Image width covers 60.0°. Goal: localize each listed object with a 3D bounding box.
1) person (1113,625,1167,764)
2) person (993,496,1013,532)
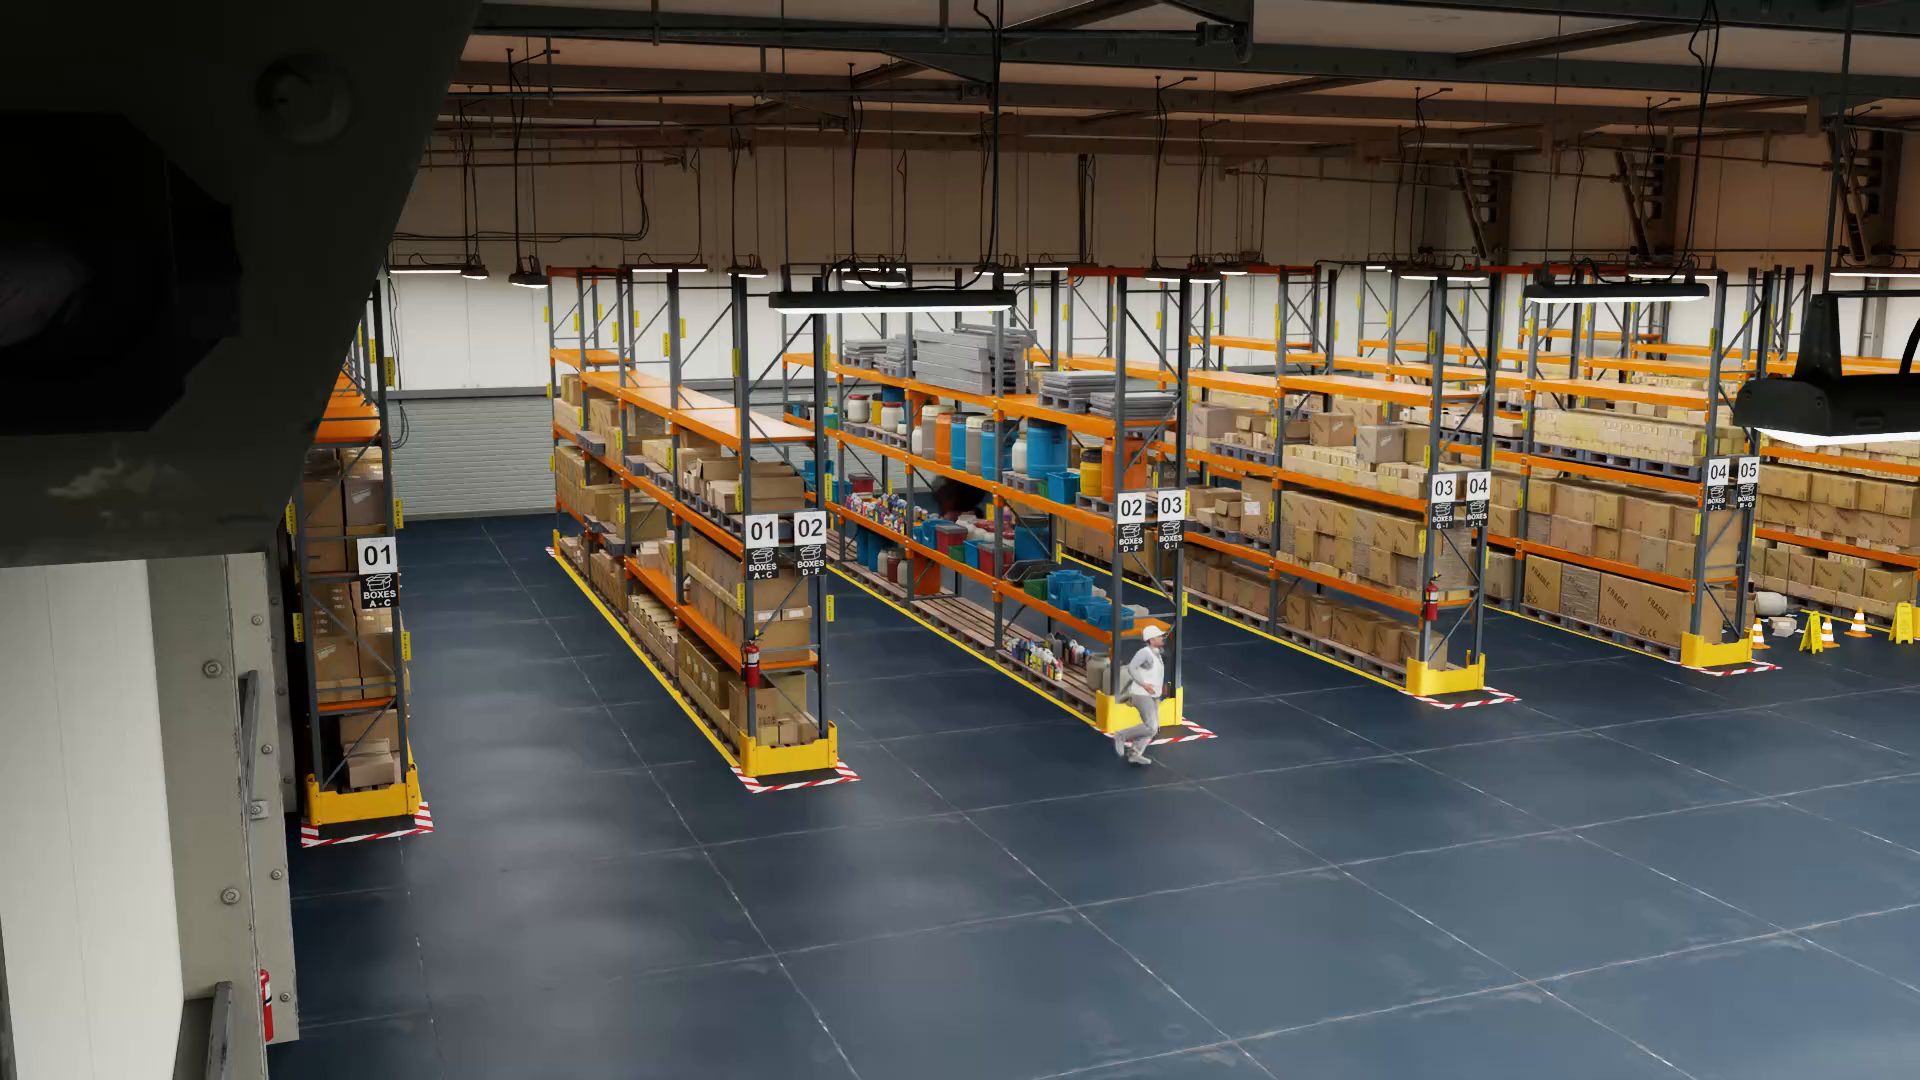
[{"bbox_3d":[2.300,1.913,20.840,0.589,1.685,0.718,5,11,27],"label":"person"},{"bbox_3d":[0.829,-0.119,32.687,0.484,1.631,0.793,-6,12,-31],"label":"person"}]
